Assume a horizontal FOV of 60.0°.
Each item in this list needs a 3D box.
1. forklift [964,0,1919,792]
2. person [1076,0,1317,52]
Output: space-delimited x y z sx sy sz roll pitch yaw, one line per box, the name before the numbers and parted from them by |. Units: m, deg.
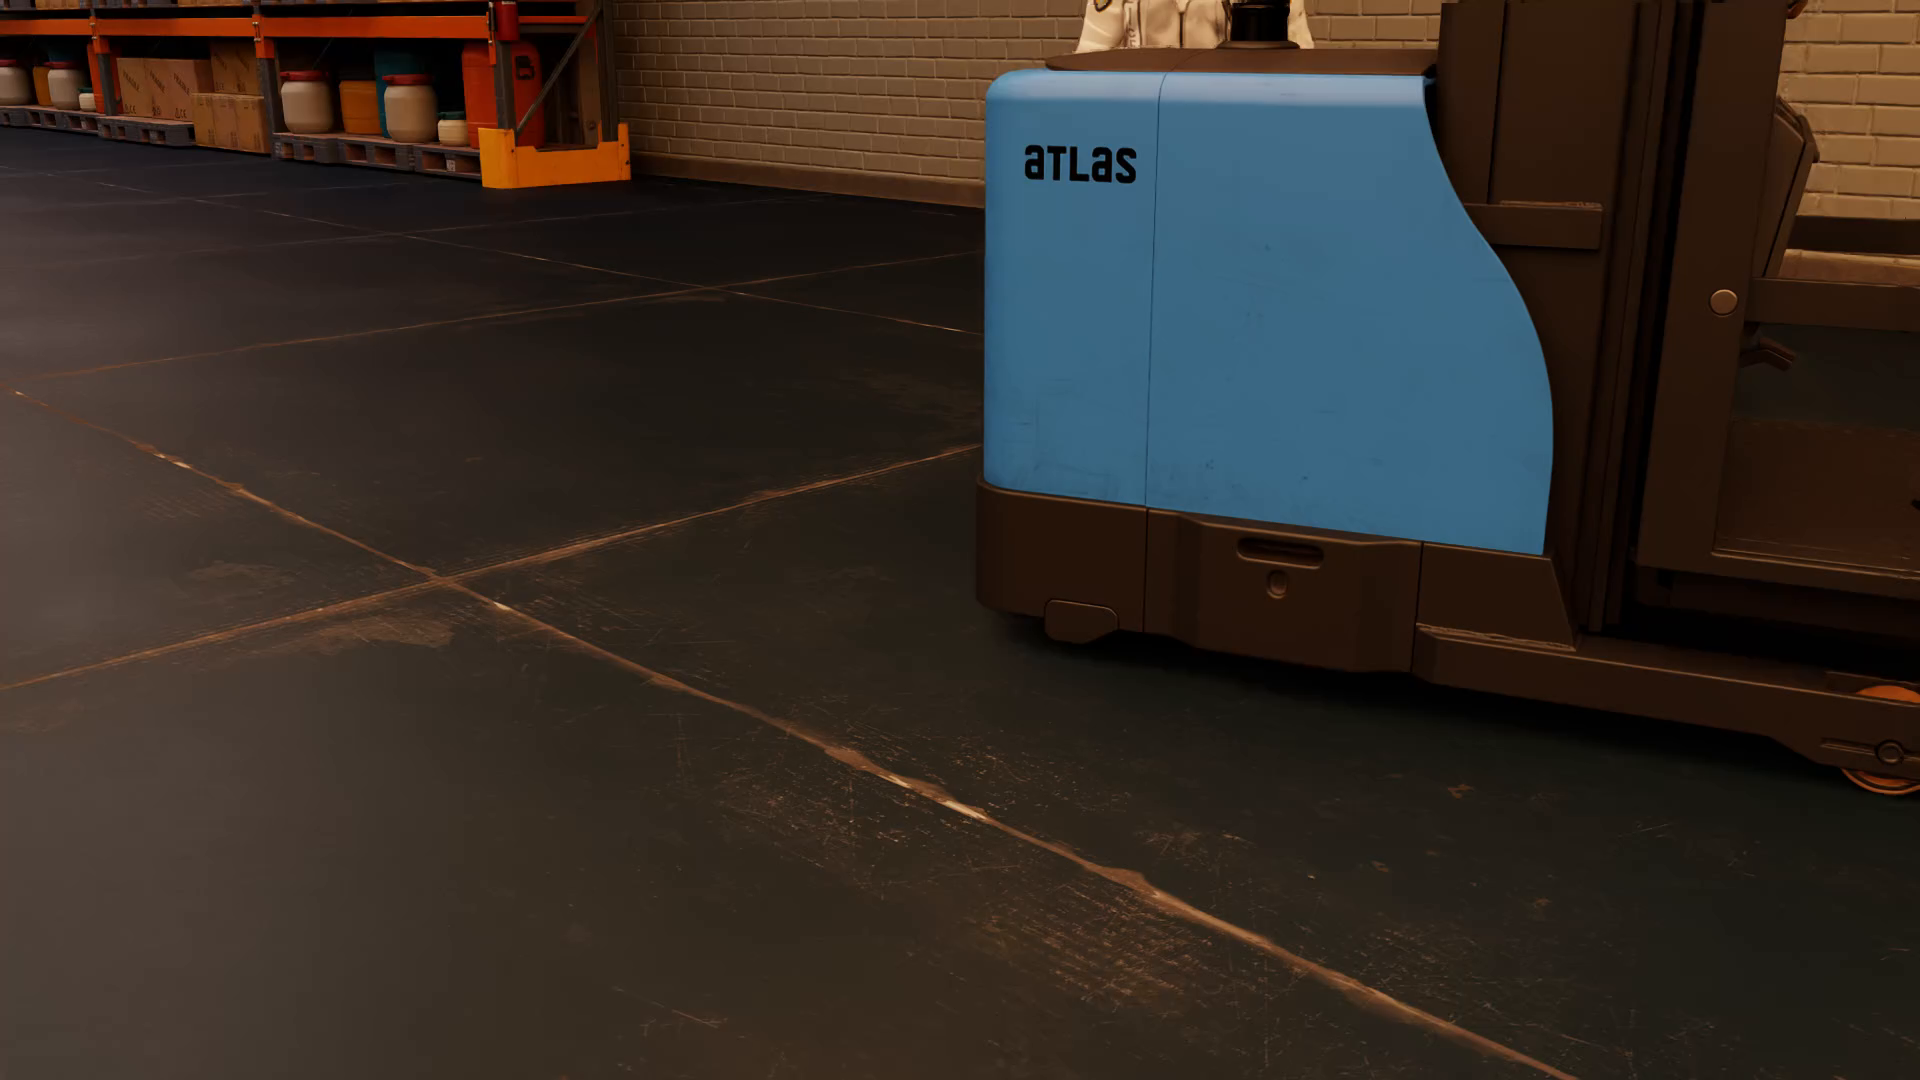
forklift | 1.568 -1.160 2.681 3.031 2.935 1.130 8 19 24
person | 0.625 -1.021 4.313 0.774 1.637 0.372 4 18 12
